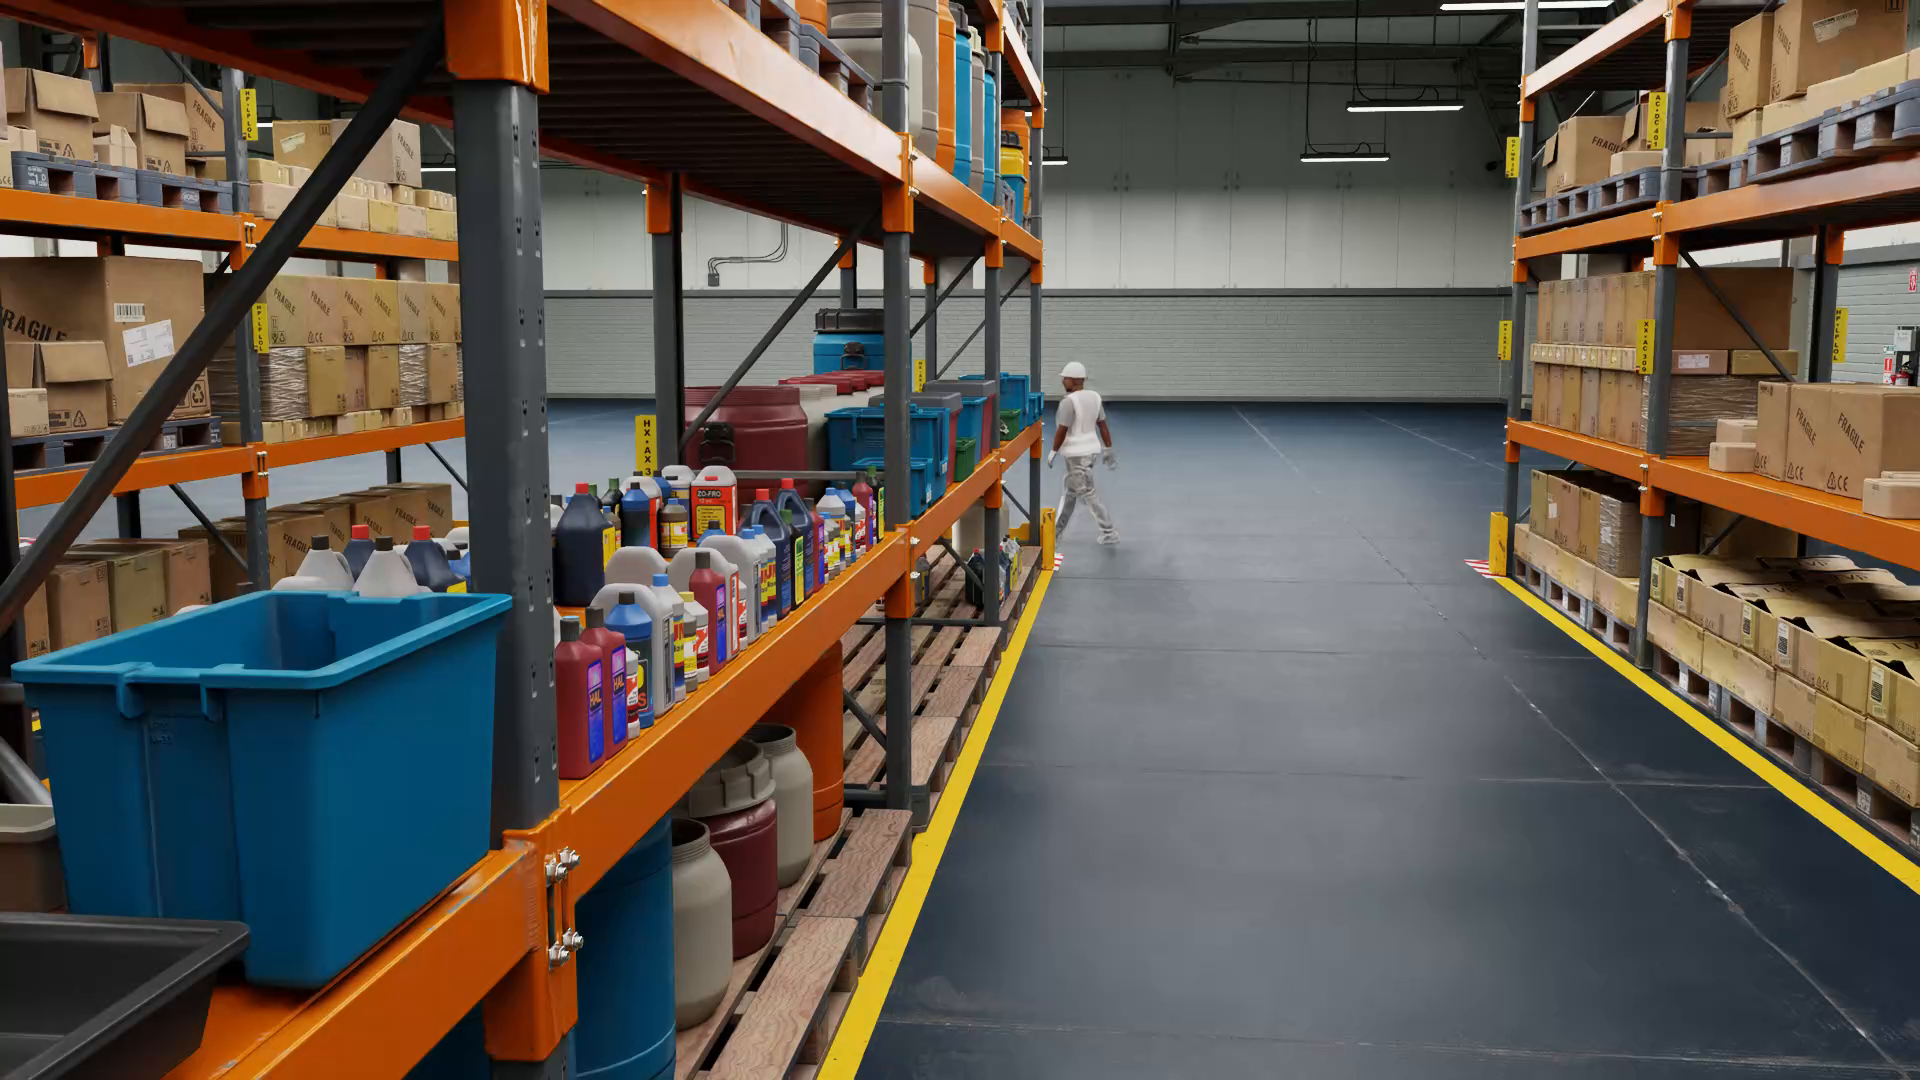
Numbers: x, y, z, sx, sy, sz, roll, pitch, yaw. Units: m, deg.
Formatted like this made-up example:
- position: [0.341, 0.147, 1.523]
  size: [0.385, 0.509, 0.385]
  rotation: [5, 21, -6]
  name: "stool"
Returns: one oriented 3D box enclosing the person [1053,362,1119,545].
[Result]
- position: [1.068, -0.823, 15.790]
  size: [0.999, 1.731, 0.619]
  rotation: [5, 9, 34]
  name: "person"
